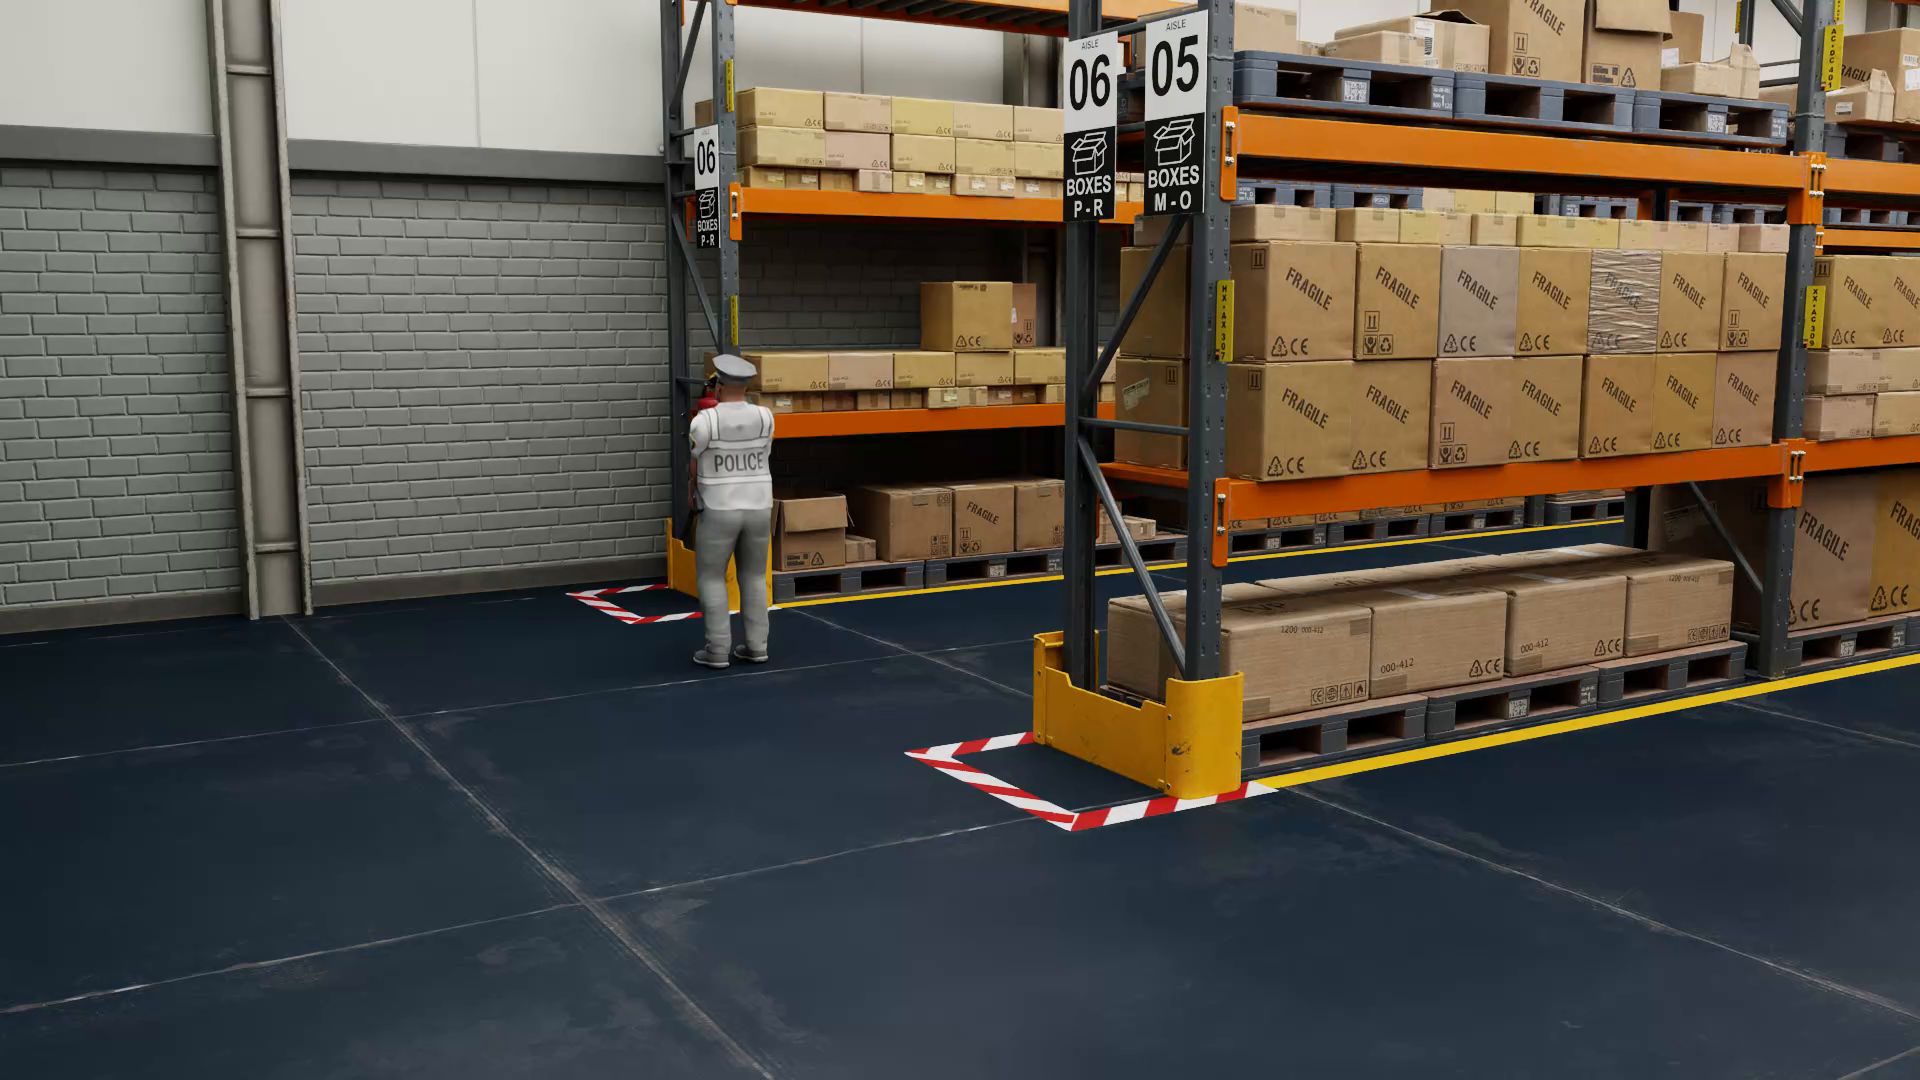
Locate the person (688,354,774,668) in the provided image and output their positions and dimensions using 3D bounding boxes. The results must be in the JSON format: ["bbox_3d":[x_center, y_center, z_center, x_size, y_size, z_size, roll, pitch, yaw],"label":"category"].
[{"bbox_3d":[-1.330,-0.173,9.464,0.494,1.766,0.567,-5,9,-30],"label":"person"}]
